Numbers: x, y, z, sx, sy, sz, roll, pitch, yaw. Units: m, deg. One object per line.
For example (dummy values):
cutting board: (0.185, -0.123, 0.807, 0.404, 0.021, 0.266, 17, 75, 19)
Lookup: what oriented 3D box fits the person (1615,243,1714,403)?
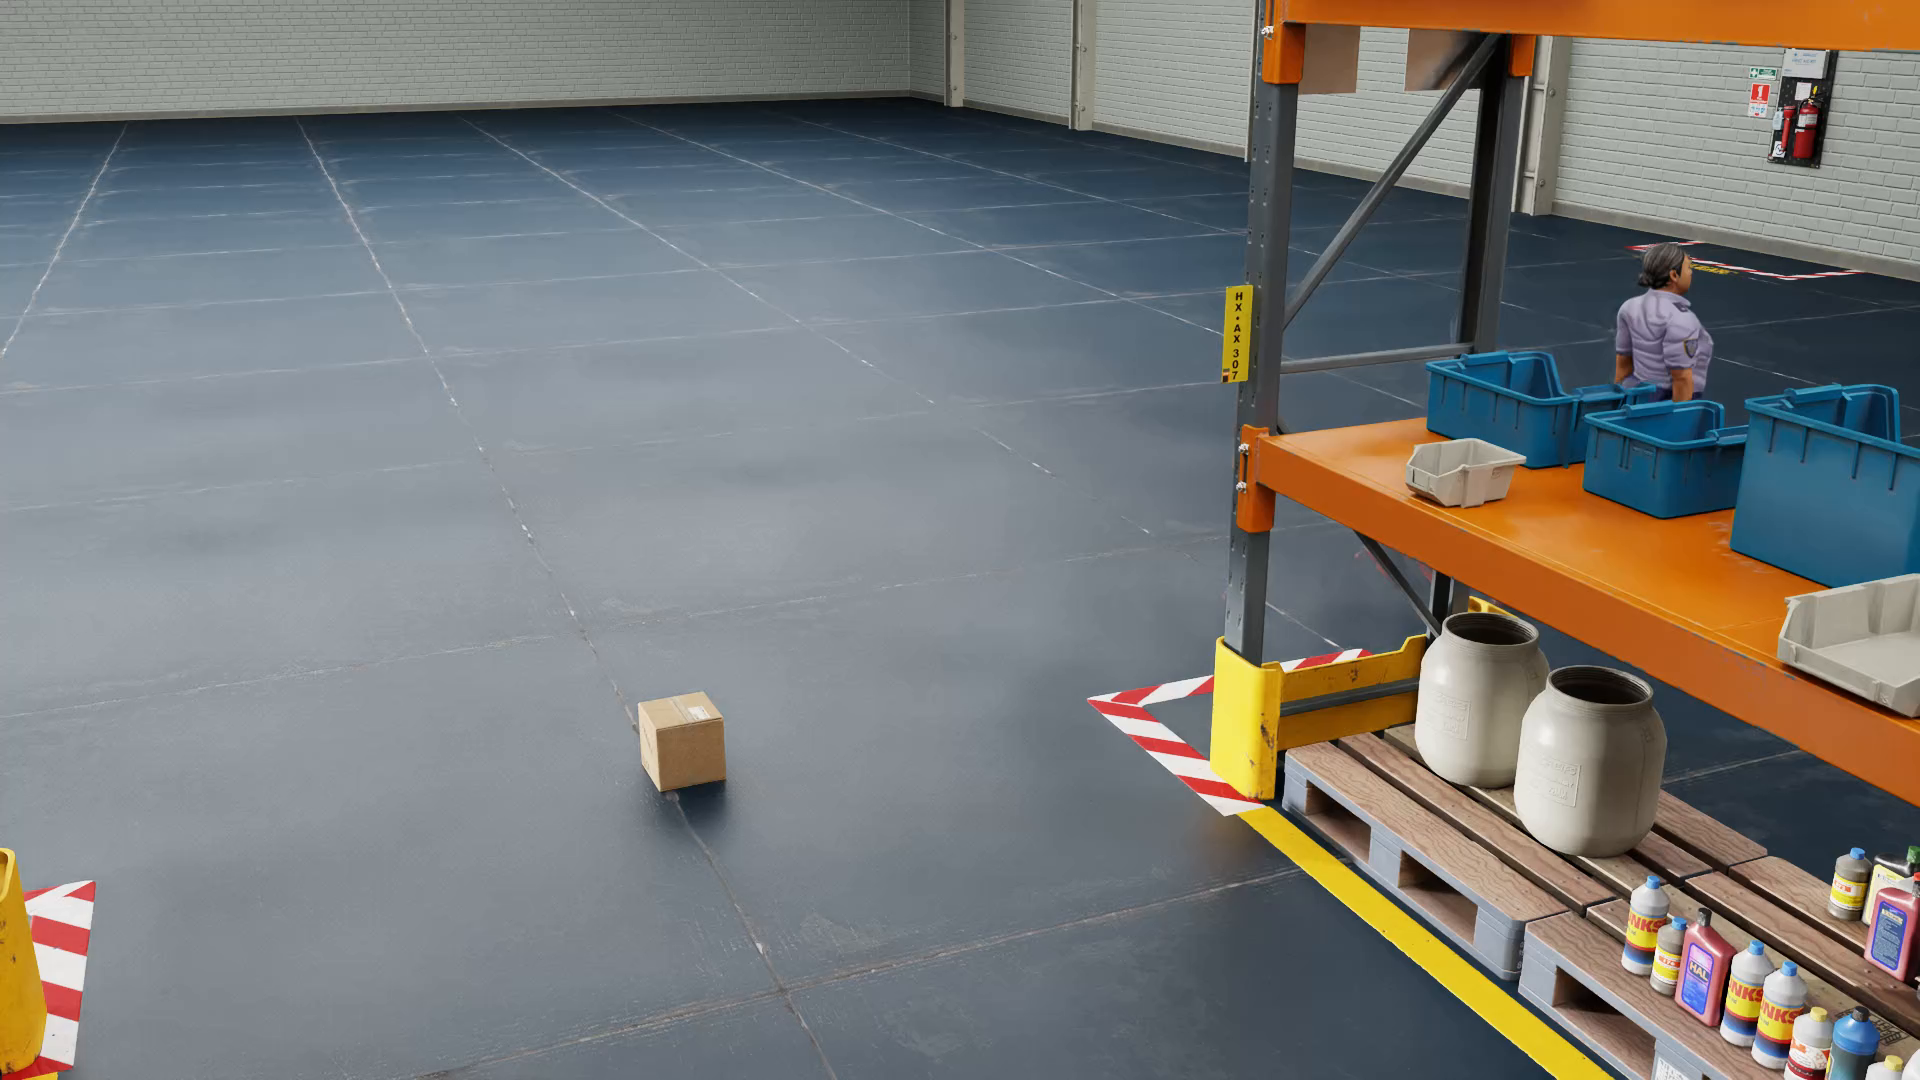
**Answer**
person: (3.152, -0.541, 7.609, 0.614, 1.625, 0.476, -5, 20, -14)
